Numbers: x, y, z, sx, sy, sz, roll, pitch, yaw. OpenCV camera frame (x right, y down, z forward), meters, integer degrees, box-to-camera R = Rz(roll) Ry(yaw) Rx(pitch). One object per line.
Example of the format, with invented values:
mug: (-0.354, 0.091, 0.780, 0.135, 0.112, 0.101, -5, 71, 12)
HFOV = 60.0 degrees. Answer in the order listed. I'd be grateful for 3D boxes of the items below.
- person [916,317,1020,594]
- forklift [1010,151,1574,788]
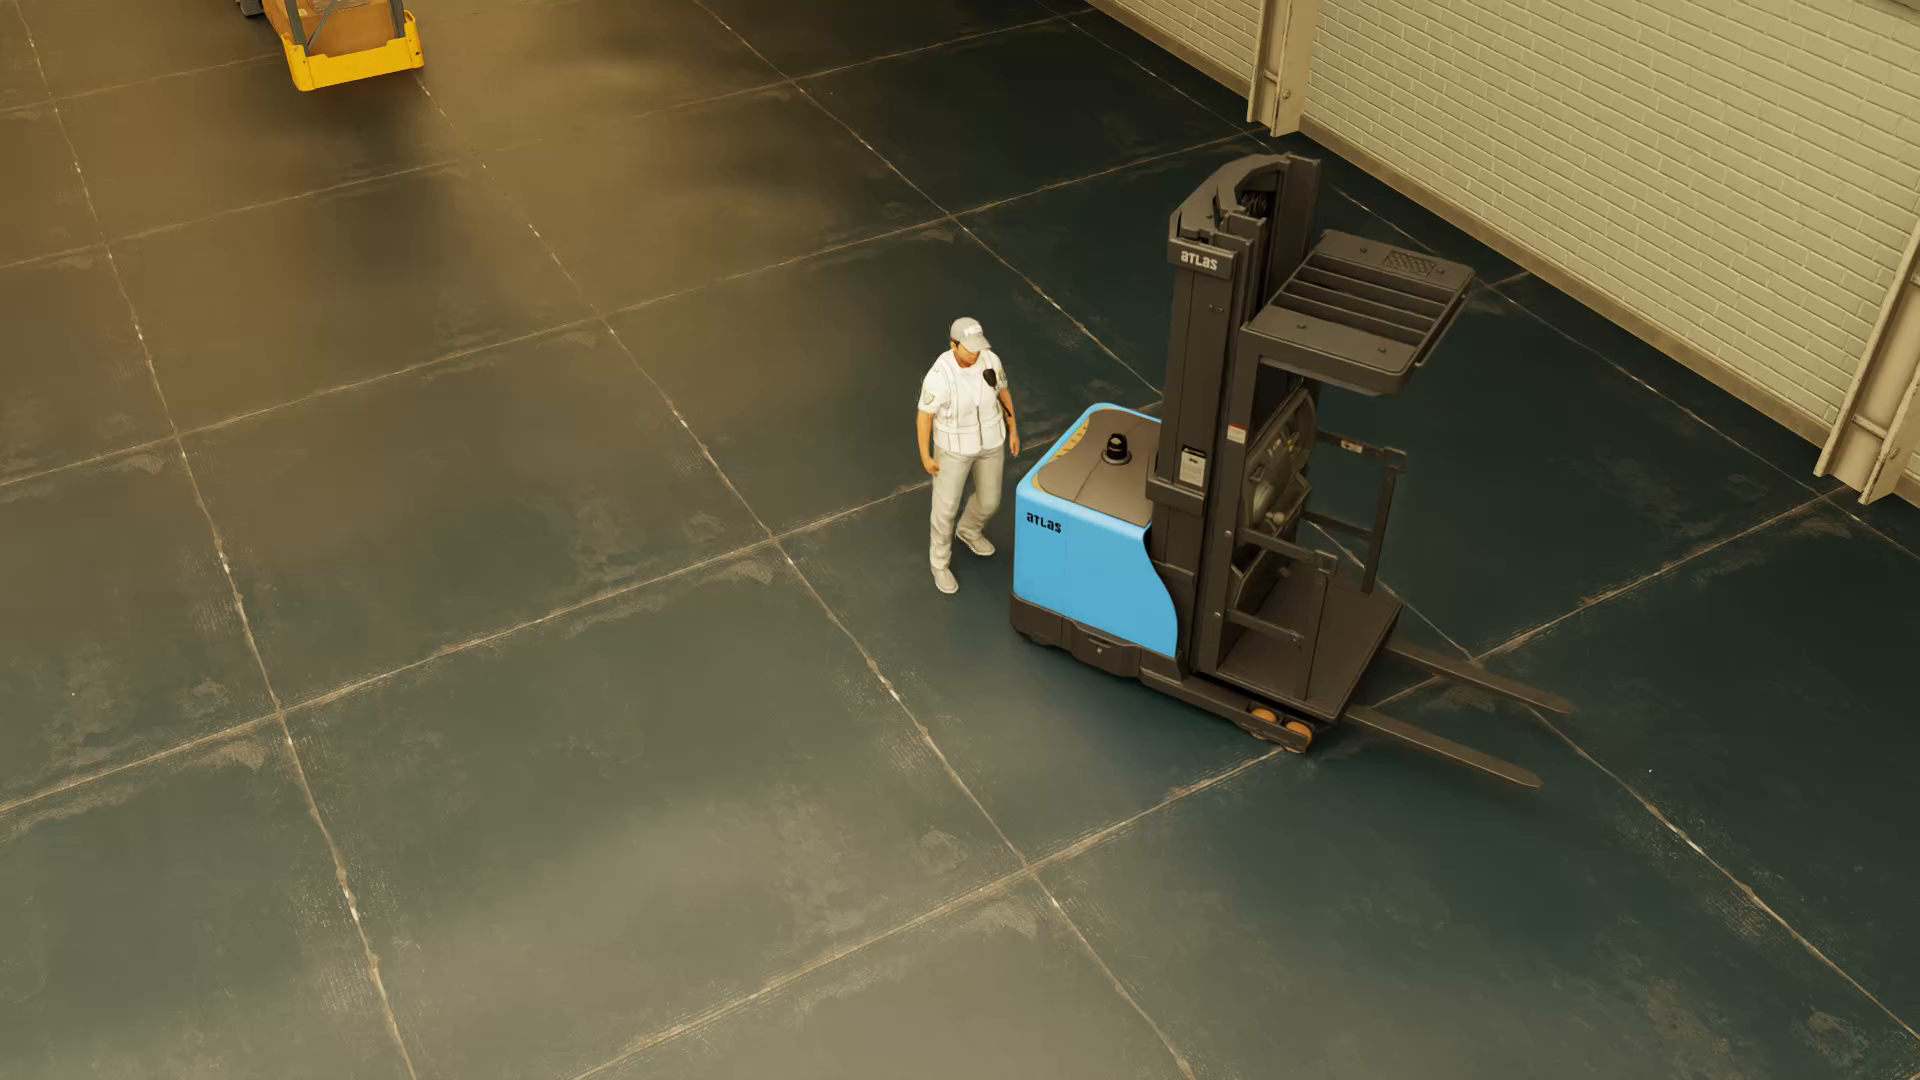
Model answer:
person: (0.074, -0.515, 9.688, 0.616, 1.655, 0.541, -16, 42, -18)
forklift: (1.819, -0.374, 8.487, 3.031, 2.935, 1.130, 21, 44, 23)
